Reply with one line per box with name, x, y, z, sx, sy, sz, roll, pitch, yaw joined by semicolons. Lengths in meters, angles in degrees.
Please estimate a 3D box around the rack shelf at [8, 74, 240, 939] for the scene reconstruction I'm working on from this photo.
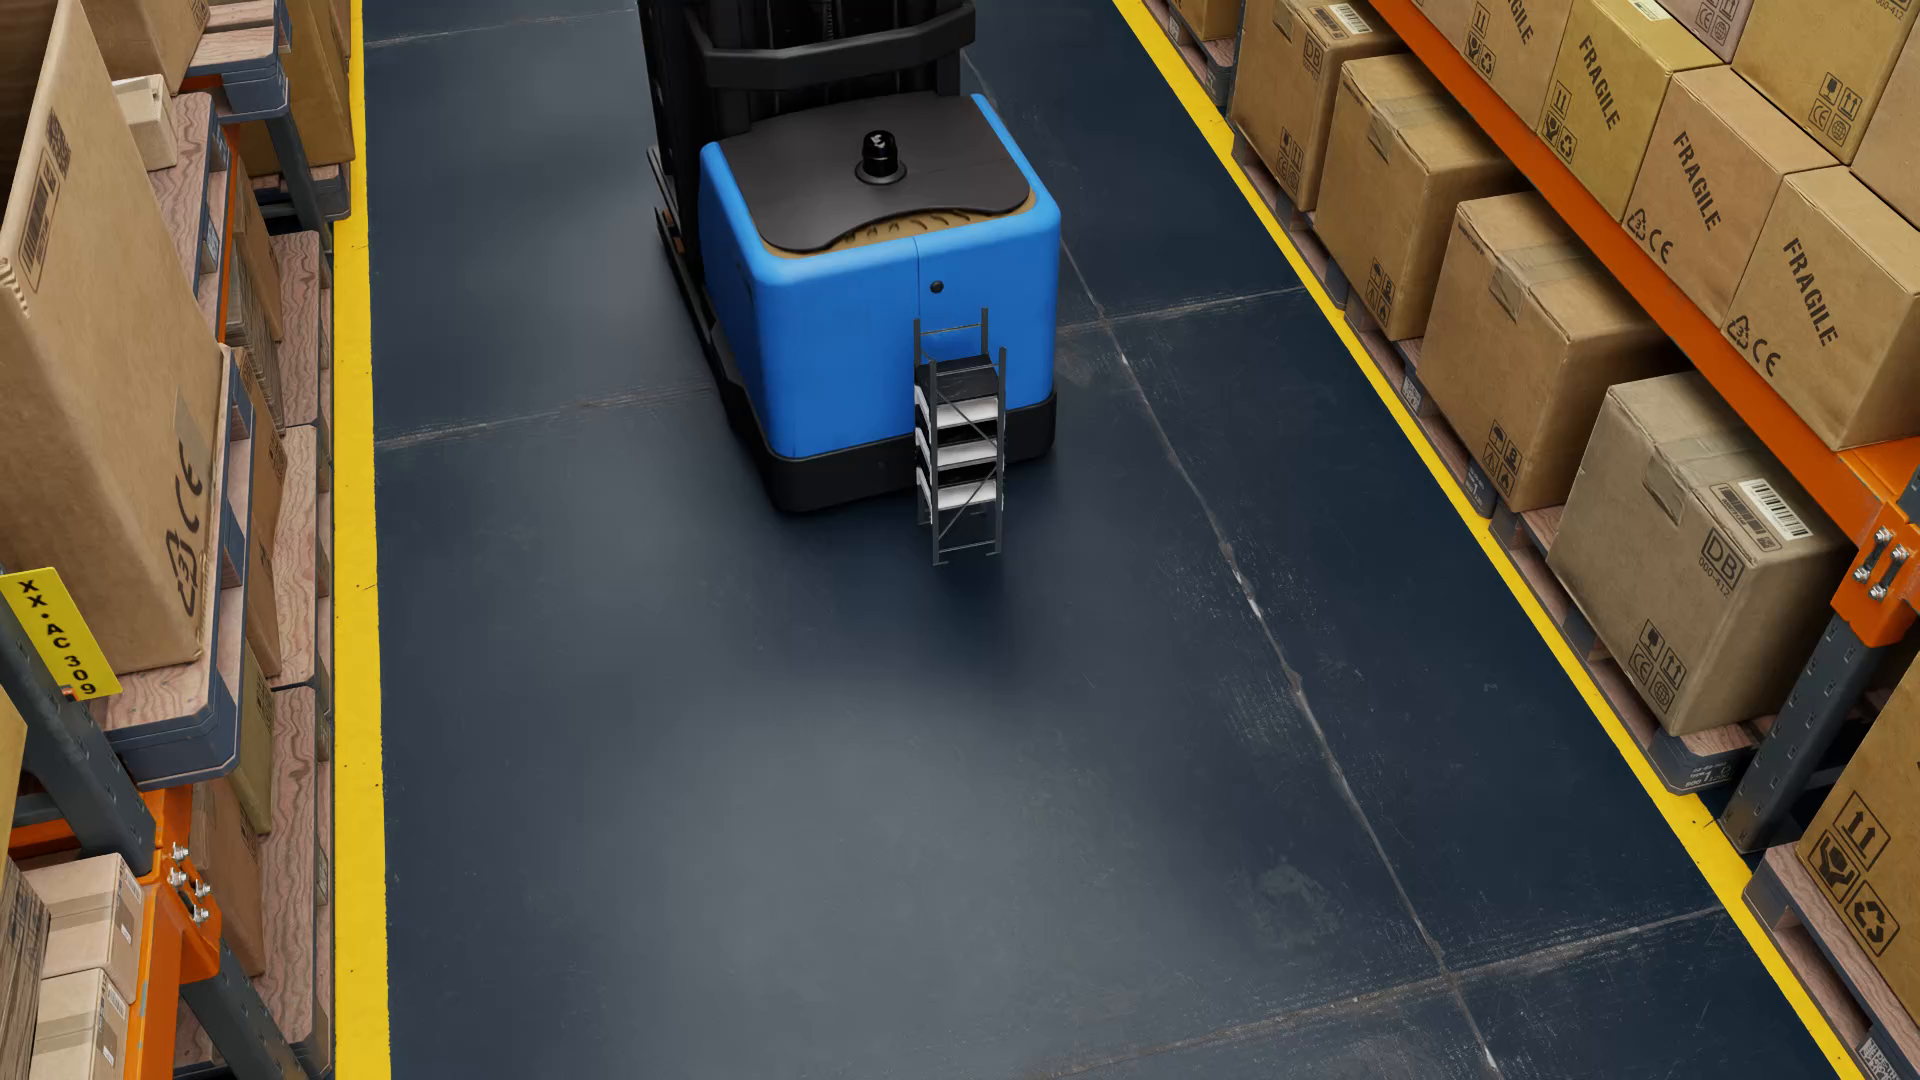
rack shelf;-2.594;-0.553;4.695;1.077;0.370;4.000;-11;47;-10

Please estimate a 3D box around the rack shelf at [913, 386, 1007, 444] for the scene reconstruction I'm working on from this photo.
rack shelf;-0.002;-0.423;5.329;0.258;0.077;0.200;-11;47;-10

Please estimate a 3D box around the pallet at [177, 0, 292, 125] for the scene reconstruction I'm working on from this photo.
pallet;-2.821;-1.646;5.397;1.213;0.211;1.003;-11;47;-10

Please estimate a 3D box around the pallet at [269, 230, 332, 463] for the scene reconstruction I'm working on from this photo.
pallet;-10.761;-1.232;6.809;15.783;0.211;6.755;-11;47;-10

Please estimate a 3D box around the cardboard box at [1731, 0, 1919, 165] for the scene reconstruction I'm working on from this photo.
cardboard box;2.472;-1.342;4.195;0.700;0.500;0.500;-11;47;-11

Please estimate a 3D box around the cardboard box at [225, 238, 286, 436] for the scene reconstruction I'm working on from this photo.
cardboard box;-2.761;-0.625;5.704;0.700;0.500;0.500;-14;47;-14

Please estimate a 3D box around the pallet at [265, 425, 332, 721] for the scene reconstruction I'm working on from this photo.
pallet;-2.599;0.171;5.435;1.003;0.211;1.213;-11;47;-10

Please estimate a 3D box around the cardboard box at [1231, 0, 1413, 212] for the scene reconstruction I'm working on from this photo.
cardboard box;0.328;0.007;4.582;5.455;1.239;5.693;-11;47;-11

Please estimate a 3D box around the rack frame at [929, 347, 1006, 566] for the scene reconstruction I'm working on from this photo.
rack frame;0.024;-0.250;5.365;0.240;0.900;0.006;-11;47;-10

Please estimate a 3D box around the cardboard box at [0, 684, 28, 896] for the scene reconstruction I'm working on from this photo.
cardboard box;-1.701;0.347;2.331;0.500;0.500;0.500;-11;47;-10

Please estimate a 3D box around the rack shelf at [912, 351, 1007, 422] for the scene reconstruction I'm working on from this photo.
rack shelf;6.545;-0.505;3.555;12.311;2.546;5.840;-11;47;-10

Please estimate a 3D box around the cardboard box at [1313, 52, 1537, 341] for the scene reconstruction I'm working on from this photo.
cardboard box;2.011;-1.342;6.246;1.050;0.750;0.750;-10;46;-10

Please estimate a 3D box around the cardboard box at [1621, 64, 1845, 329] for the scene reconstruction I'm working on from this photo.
cardboard box;2.217;-0.956;4.517;0.500;0.500;0.500;-11;47;-11

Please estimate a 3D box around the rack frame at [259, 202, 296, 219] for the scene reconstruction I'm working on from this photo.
rack frame;-3.103;-2.186;5.792;0.949;2.616;0.053;-11;47;-10

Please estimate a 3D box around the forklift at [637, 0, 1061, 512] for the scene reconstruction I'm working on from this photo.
forklift;-4.073;-1.685;5.349;8.118;2.935;3.943;-14;47;-13

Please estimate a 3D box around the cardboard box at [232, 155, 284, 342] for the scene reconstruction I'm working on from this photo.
cardboard box;-2.915;-1.006;6.077;0.700;0.500;0.500;-13;47;-12

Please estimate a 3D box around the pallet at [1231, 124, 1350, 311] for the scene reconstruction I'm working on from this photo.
pallet;1.844;-1.488;7.061;1.003;0.211;1.213;-11;47;-10

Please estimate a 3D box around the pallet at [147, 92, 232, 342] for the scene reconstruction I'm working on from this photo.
pallet;-2.560;-0.759;4.528;1.003;0.211;1.213;-11;47;-10

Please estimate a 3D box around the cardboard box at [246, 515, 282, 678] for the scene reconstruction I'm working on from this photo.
cardboard box;-2.466;0.150;4.945;0.700;0.500;0.500;-14;47;-14

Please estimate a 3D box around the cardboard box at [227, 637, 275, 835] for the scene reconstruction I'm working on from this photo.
cardboard box;-2.322;0.537;4.566;0.700;0.500;0.500;-11;47;-11

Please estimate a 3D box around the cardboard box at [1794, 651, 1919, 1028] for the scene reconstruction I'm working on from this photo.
cardboard box;2.832;0.783;4.076;0.875;0.875;0.875;-10;46;-10

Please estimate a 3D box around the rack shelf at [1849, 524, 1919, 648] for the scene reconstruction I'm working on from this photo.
rack shelf;3.251;1.372;2.809;1.077;0.370;4.000;-11;47;-10

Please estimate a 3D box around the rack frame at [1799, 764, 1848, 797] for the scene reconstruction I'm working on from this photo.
rack frame;2.735;-0.260;3.905;0.949;2.616;0.053;-11;47;-10

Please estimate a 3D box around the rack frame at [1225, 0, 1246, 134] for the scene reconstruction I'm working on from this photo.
rack frame;1.715;-3.023;6.612;1.000;3.000;0.127;-11;47;-10

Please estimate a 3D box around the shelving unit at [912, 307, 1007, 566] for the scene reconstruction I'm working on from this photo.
shelving unit;6.545;-0.280;3.788;12.311;3.194;5.845;-11;47;-10

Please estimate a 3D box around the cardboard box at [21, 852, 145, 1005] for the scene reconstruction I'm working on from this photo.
cardboard box;-1.743;0.759;3.082;0.380;0.149;0.250;-11;47;-10

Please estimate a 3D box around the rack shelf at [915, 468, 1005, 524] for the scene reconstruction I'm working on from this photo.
rack shelf;-0.002;-0.171;5.586;0.258;0.077;0.200;-11;47;-10

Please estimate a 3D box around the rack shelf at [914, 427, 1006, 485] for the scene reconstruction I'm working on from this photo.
rack shelf;-0.002;-0.297;5.458;0.258;0.077;0.200;-11;47;-10

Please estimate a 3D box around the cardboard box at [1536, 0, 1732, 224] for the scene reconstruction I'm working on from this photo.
cardboard box;2.088;-1.305;4.859;0.500;0.500;0.500;-10;46;-10

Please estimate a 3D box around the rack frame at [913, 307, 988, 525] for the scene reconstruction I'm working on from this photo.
rack frame;-0.028;-0.391;5.503;0.240;0.900;0.006;-11;47;-10

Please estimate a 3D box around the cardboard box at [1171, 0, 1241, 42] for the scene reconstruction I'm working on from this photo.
cardboard box;1.293;-2.701;7.753;0.500;0.500;0.500;-11;47;-11

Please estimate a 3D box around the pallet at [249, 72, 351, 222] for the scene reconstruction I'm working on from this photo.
pallet;-3.235;-1.768;7.334;1.003;0.211;1.213;-11;47;-10

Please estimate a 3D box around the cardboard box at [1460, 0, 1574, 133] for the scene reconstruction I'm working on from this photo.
cardboard box;1.956;-1.655;5.202;0.500;0.500;0.500;-11;47;-11

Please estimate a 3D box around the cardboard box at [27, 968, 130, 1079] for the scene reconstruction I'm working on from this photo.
cardboard box;-1.688;0.933;2.911;0.380;0.149;0.250;-11;47;-10

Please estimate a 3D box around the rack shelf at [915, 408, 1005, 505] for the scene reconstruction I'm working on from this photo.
rack shelf;-0.002;-0.295;5.460;0.258;0.252;0.200;-11;47;-10

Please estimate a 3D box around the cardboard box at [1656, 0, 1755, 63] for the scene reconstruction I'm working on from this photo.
cardboard box;2.343;-1.691;4.537;0.700;0.500;0.500;-10;46;-10

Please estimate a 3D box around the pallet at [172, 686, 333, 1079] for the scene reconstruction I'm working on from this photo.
pallet;-2.283;1.015;4.608;1.003;0.211;1.213;-11;47;-10

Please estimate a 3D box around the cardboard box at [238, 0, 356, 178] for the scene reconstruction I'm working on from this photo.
cardboard box;-3.262;-2.069;6.871;1.225;0.875;0.875;-13;47;-12

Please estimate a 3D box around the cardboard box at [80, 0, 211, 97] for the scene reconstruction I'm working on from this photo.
cardboard box;-2.689;-1.635;4.888;0.700;0.500;0.500;-4;46;-4

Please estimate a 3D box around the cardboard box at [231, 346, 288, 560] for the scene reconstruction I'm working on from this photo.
cardboard box;-2.609;-0.235;5.322;0.700;0.500;0.500;-7;46;-7

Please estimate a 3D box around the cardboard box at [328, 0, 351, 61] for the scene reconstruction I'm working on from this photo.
cardboard box;-3.483;-2.686;7.476;1.225;0.875;0.875;-11;47;-10

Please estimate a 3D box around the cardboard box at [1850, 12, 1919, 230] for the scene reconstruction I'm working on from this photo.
cardboard box;2.606;-0.988;3.848;0.700;0.500;0.500;-11;47;-11

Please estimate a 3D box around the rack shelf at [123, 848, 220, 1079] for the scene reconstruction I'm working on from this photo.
rack shelf;-1.570;2.209;1.989;1.077;0.370;4.000;-11;47;-10

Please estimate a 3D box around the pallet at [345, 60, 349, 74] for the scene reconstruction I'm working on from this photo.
pallet;-3.544;-2.608;8.158;1.003;0.211;1.213;-11;47;-10

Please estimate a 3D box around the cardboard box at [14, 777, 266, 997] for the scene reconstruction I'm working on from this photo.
cardboard box;-2.218;0.869;4.240;0.700;0.500;0.500;-14;47;-13

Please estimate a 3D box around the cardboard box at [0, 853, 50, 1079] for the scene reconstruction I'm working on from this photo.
cardboard box;-2.026;0.759;2.628;0.875;0.500;0.500;-11;47;-10

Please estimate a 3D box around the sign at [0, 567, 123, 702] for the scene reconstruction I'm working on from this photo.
sign;-1.559;0.169;2.878;0.100;0.325;0.005;-11;47;-10

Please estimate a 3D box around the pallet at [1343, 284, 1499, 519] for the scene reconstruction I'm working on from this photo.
pallet;2.152;-0.648;6.237;1.003;0.211;1.213;-11;47;-10

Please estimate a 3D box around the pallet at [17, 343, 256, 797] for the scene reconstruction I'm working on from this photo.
pallet;-2.137;0.089;3.697;1.003;0.211;1.213;-11;47;-10

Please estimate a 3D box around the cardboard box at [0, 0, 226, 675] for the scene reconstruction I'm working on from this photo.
cardboard box;-2.150;-0.355;3.284;1.000;1.000;1.000;-10;46;-10
